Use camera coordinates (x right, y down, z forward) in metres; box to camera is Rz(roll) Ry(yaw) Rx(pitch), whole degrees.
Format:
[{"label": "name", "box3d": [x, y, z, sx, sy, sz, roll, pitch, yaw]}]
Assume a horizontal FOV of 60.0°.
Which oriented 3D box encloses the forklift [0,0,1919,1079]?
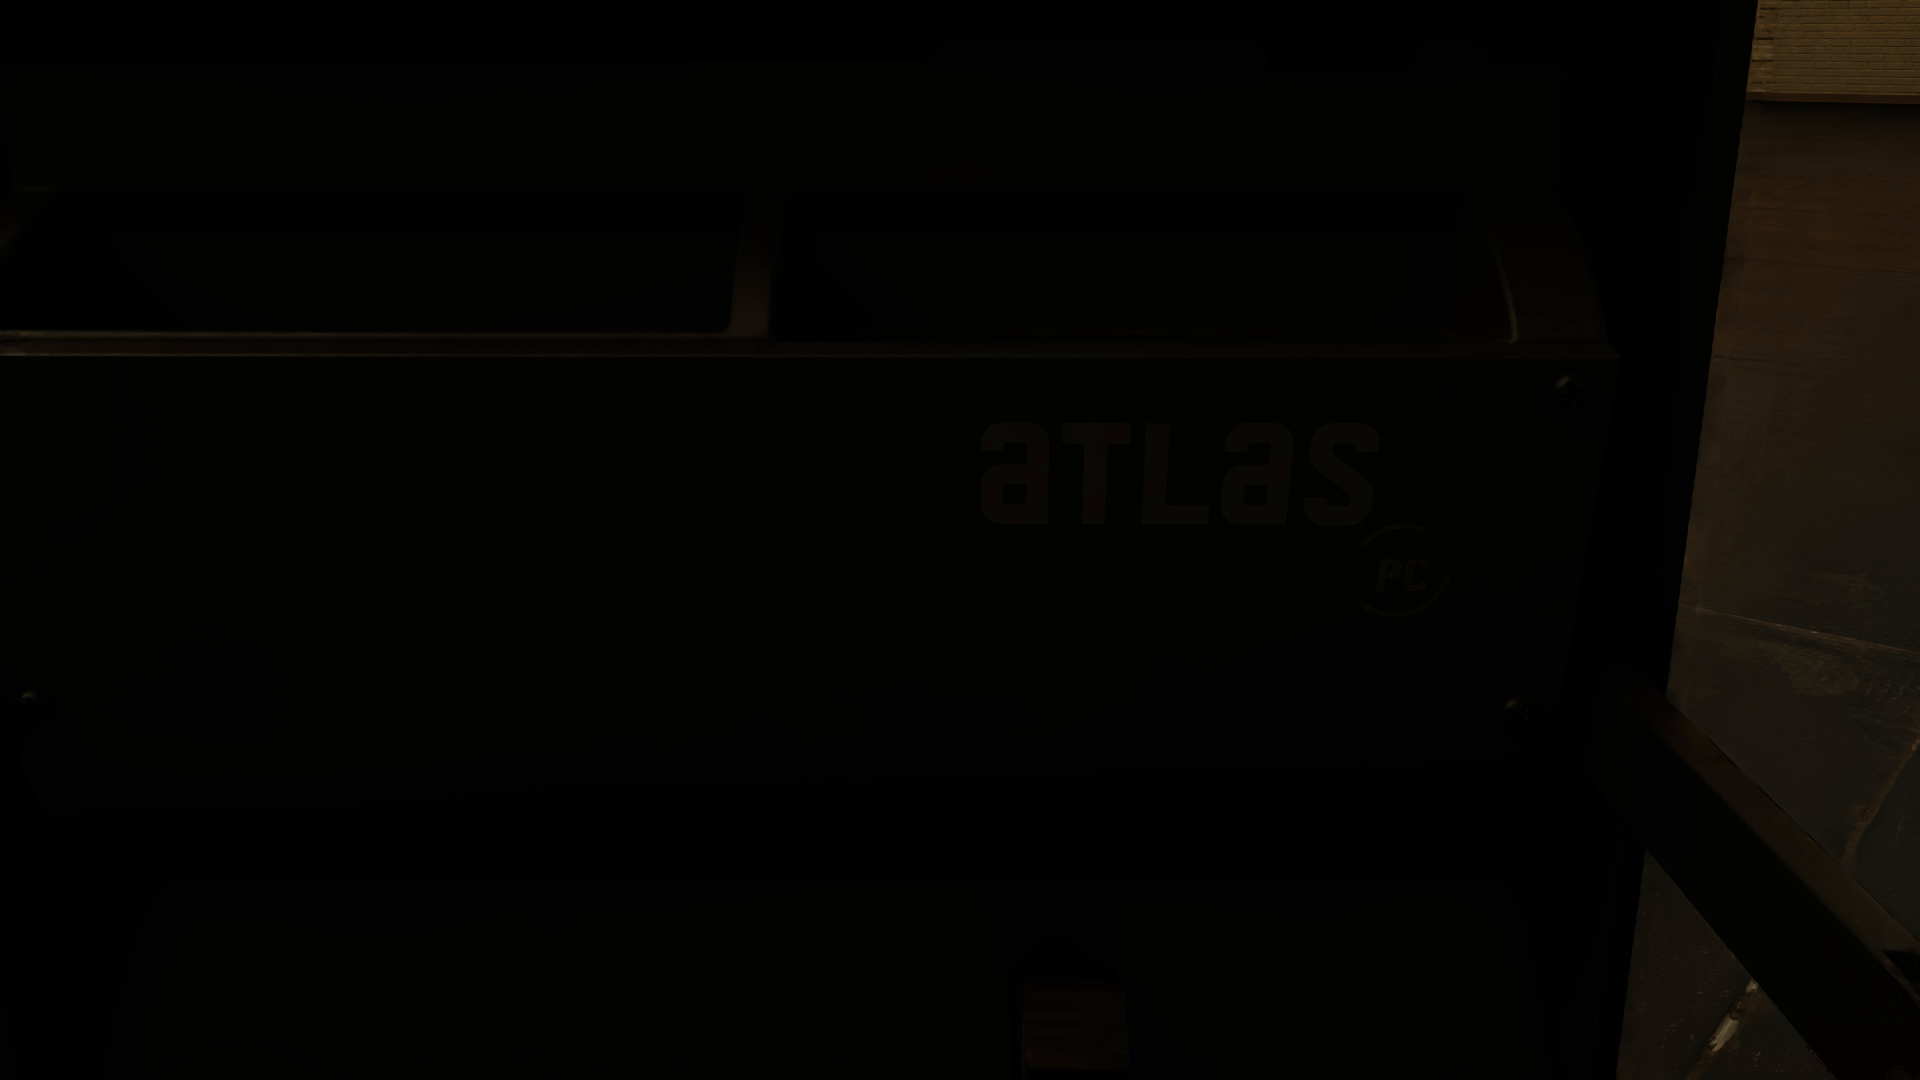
[{"label": "forklift", "box3d": [-0.108, -0.525, 0.627, 1.130, 2.935, 3.031, 0, 17, 1]}]
